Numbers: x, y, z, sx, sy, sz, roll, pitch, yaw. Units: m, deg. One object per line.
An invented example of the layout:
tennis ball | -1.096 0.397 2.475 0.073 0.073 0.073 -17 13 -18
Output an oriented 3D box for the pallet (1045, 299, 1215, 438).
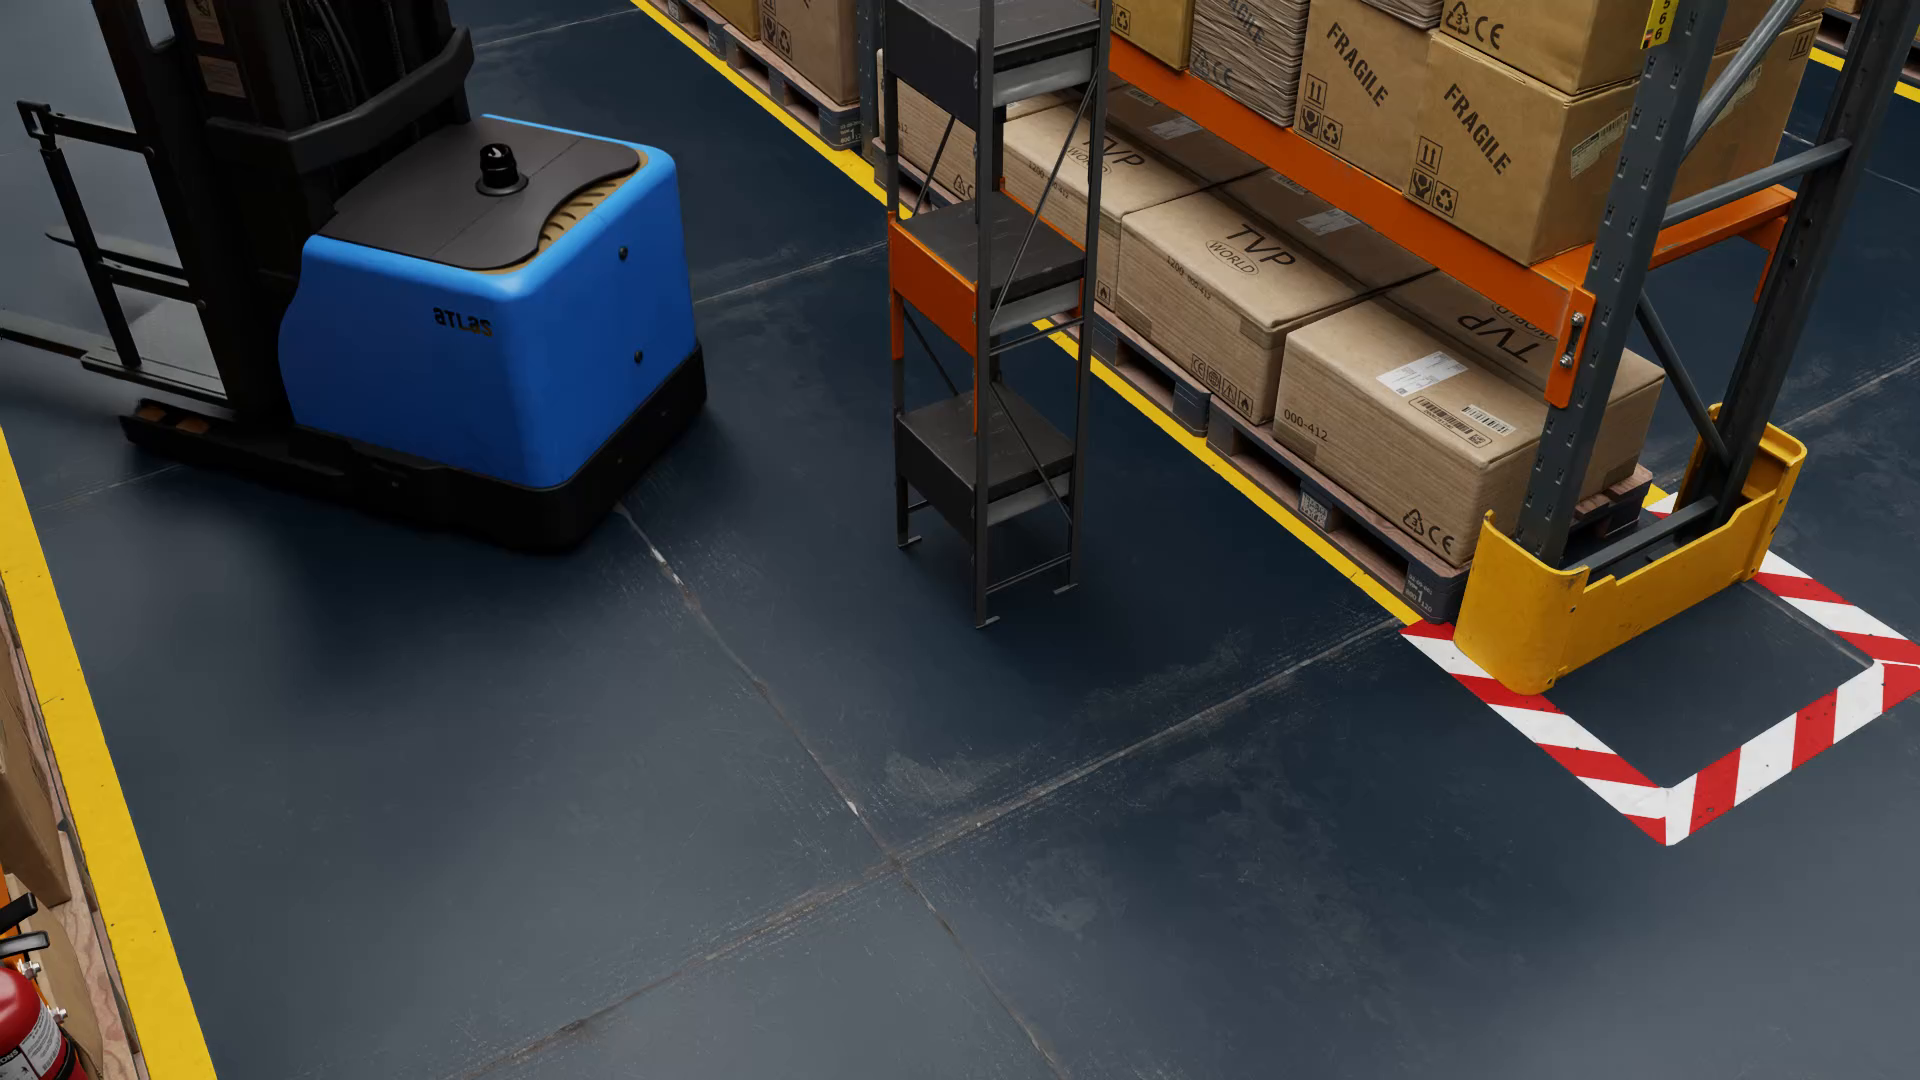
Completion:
pallet | 0.988 -0.949 6.724 1.003 0.211 1.213 -22 45 -24

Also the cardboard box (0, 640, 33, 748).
cardboard box | -2.923 0.394 4.558 0.500 0.500 0.500 -21 44 -24

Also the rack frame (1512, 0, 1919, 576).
rack frame | 2.136 -0.958 4.556 1.000 3.000 0.127 -22 45 -24

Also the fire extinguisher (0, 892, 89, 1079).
fire extinguisher | -1.579 0.846 2.743 0.296 0.674 0.183 -22 45 -24

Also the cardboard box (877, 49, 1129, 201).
cardboard box | 0.232 -1.918 7.382 0.875 0.438 0.875 -23 45 -25

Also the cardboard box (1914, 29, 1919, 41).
cardboard box | 5.039 -2.670 8.510 0.380 0.149 0.250 -21 44 -24

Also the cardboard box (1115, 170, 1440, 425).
cardboard box | 1.197 -0.948 6.218 0.875 0.438 0.875 -21 44 -23

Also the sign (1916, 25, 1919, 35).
sign | 2.607 -1.509 4.479 0.100 0.325 0.005 -22 45 -24

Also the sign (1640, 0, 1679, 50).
sign | 1.671 -1.314 3.895 0.100 0.325 0.005 -22 45 -24

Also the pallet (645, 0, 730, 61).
pallet | -1.154 -3.095 9.300 1.003 0.211 1.213 -22 45 -24

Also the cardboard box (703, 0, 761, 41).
cardboard box | -0.908 -3.254 8.644 0.875 0.875 0.875 -21 44 -23

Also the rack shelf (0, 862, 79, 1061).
rack shelf | -3.123 -0.050 4.029 1.077 0.370 4.000 -22 45 -24

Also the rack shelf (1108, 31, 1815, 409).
rack shelf | 1.060 -1.761 6.082 1.077 0.370 4.000 -22 45 -24

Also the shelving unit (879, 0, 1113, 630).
shelving unit | 0.089 -0.717 4.971 0.431 2.100 0.503 -22 45 -24

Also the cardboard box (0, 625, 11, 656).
cardboard box | -3.281 0.154 4.847 0.700 0.500 0.500 -24 45 -26

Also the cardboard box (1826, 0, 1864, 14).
cardboard box | 4.761 -2.948 8.844 0.380 0.149 0.250 -23 45 -26

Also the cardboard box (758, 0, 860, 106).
cardboard box | -0.416 -2.769 8.062 0.875 0.875 0.875 -21 44 -23

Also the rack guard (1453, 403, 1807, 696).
rack guard | 2.149 0.015 5.341 1.175 0.500 0.348 -22 45 -24

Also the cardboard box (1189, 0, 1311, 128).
cardboard box | 1.111 -1.716 5.388 0.500 0.500 0.500 -21 44 -23

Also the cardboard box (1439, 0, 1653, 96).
cardboard box | 1.676 -1.559 4.418 0.500 0.500 0.500 -21 44 -23

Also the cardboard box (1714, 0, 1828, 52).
cardboard box | 2.118 -1.738 4.633 0.500 0.500 0.500 -23 45 -25

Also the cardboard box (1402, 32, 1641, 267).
cardboard box | 1.653 -1.166 4.728 0.500 0.500 0.500 -22 45 -24

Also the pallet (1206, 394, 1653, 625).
pallet | 1.640 -0.291 5.935 1.003 0.211 1.213 -22 45 -24

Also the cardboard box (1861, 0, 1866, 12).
cardboard box | 4.967 -2.833 8.705 0.380 0.149 0.250 -21 44 -23

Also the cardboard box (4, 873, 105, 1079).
cardboard box | -2.296 1.188 3.604 0.797 0.503 0.637 -24 45 -26

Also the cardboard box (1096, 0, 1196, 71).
cardboard box | 0.823 -1.990 5.717 0.500 0.500 0.500 -21 44 -23

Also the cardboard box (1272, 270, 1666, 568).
cardboard box | 1.697 -0.457 5.628 0.875 0.438 0.875 -24 45 -26

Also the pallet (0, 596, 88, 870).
pallet | -3.170 0.695 4.751 1.003 0.211 1.213 -22 45 -24

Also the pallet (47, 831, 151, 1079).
pallet | -2.518 1.353 3.962 1.003 0.211 1.213 -22 45 -24

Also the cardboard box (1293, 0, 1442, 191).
cardboard box | 1.396 -1.442 5.059 0.500 0.500 0.500 -23 45 -25

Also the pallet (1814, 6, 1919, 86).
pallet | 5.155 -2.795 8.939 1.003 0.211 1.213 -22 45 -24

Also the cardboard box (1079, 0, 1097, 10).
cardboard box | 0.546 -2.268 6.051 0.500 0.500 0.500 -22 45 -24

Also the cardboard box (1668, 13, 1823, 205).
cardboard box | 2.120 -1.354 4.954 0.500 0.500 0.500 -23 45 -25

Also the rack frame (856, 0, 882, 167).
rack frame | -0.015 -3.117 7.147 1.000 3.000 0.127 -22 45 -24

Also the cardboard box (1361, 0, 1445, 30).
cardboard box | 1.370 -1.831 4.745 0.500 0.500 0.500 -22 45 -24

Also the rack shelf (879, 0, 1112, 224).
rack shelf | 0.089 -1.245 4.531 0.431 0.518 0.480 -22 45 -24

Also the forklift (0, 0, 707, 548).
forklift | -2.524 -1.705 5.507 3.031 2.935 1.130 15 42 17

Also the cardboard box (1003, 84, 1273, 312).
cardboard box | 0.714 -1.435 6.803 0.875 0.438 0.875 -24 45 -26

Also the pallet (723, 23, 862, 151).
pallet | -0.493 -2.436 8.509 1.003 0.211 1.213 -22 45 -24

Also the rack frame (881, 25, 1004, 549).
rack frame | -0.042 -0.849 5.129 0.400 2.100 0.015 -22 45 -24

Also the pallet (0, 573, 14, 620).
pallet | -3.830 0.036 5.542 1.003 0.211 1.213 -22 45 -24

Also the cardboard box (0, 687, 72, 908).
cardboard box | -2.723 0.714 4.174 0.700 0.500 0.500 -20 44 -23

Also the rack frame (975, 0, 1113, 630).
rack frame | 0.220 -0.586 4.813 0.400 2.100 0.015 -22 45 -24

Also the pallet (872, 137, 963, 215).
pallet | 0.328 -1.608 7.515 1.003 0.211 1.213 -22 45 -24

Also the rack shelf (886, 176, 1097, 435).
rack shelf | 0.089 -0.707 4.979 0.431 0.518 0.480 -22 45 -24

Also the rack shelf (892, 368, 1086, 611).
rack shelf | 0.089 -0.169 5.427 0.431 0.518 0.480 -22 45 -24
